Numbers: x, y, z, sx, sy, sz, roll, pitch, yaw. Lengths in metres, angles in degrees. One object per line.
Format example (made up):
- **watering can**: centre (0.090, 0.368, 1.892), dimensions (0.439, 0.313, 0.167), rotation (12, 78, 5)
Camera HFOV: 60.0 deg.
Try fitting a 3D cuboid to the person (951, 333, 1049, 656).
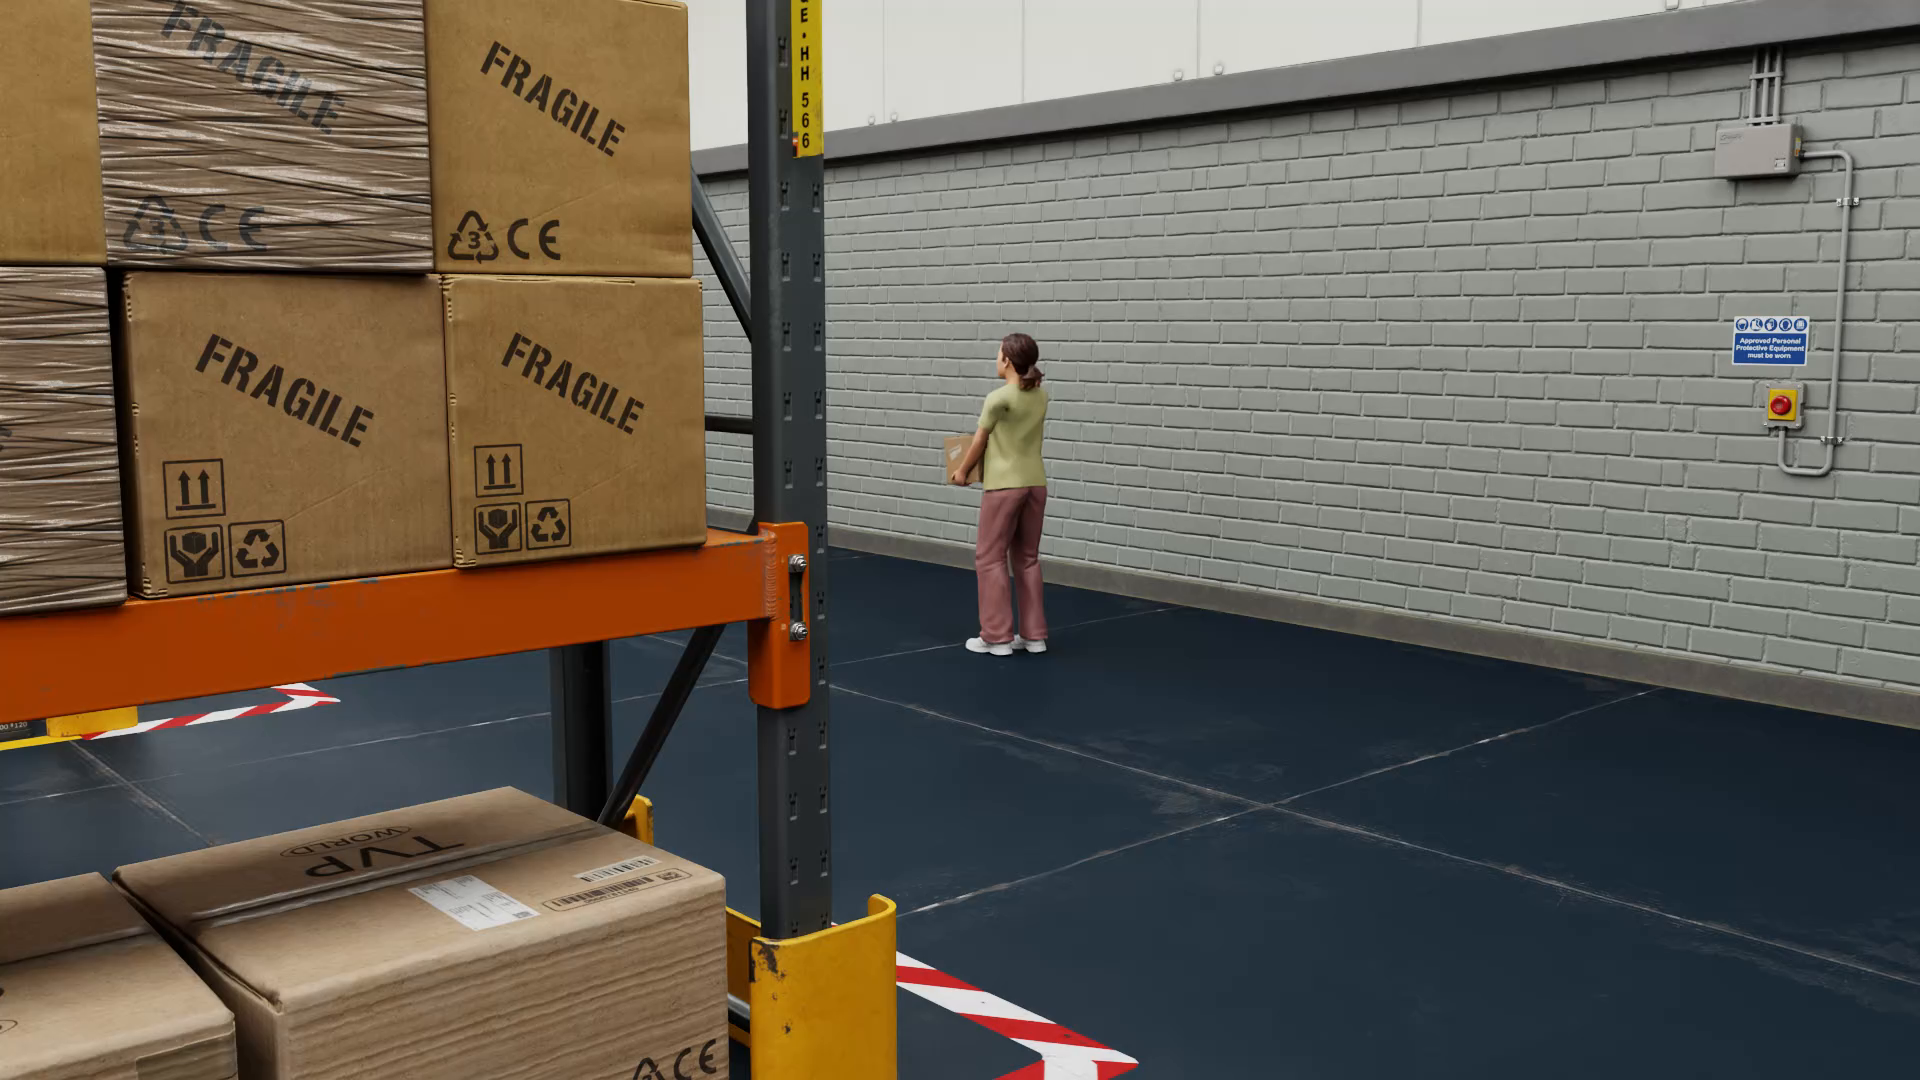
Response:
- **person**: centre (0.226, -0.238, 8.649), dimensions (0.420, 1.668, 0.538), rotation (-7, 10, -41)
